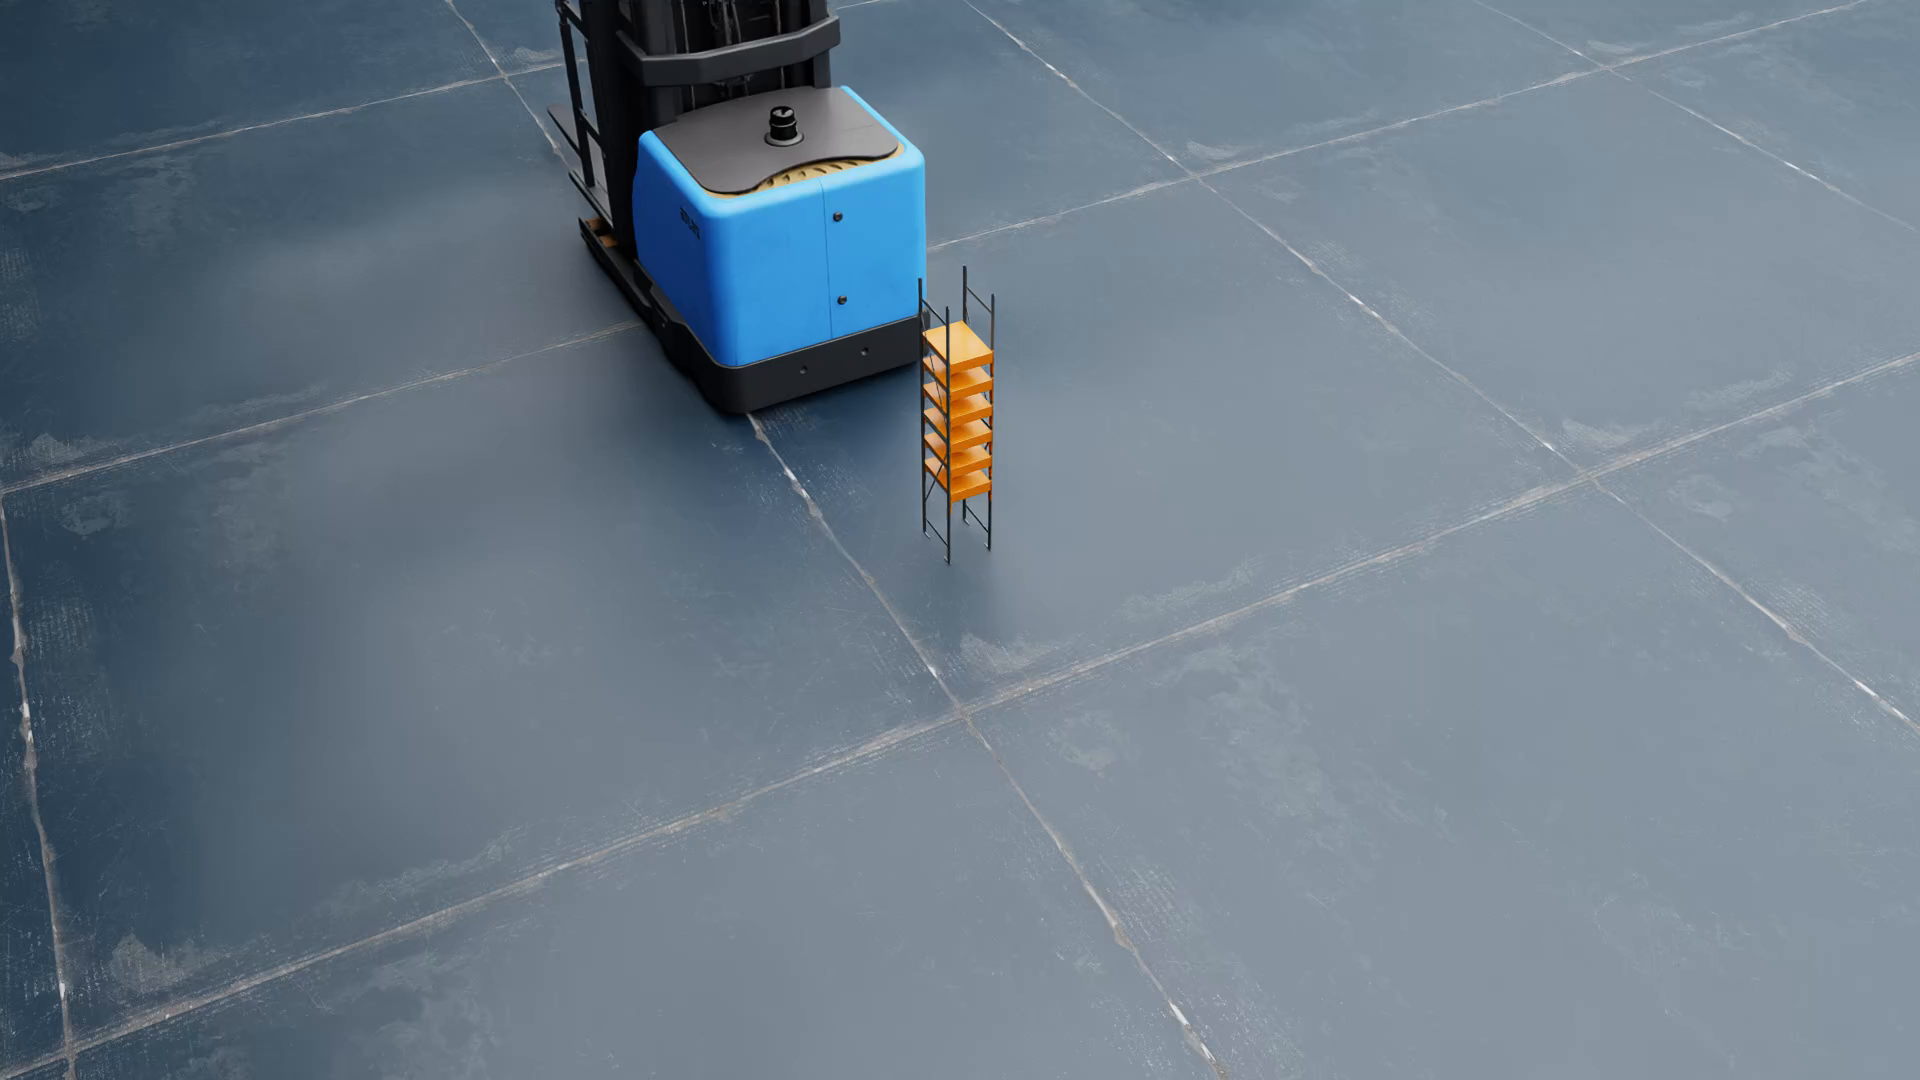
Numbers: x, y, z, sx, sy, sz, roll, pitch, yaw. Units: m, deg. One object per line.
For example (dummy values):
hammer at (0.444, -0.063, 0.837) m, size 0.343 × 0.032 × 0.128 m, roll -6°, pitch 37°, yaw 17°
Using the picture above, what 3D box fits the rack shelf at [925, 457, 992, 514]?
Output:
rack shelf at (-0.013, -0.237, 6.541) m, size 0.180 × 0.103 × 0.258 m, roll -19°, pitch 44°, yaw -21°

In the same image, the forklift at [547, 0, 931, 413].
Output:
forklift at (-1.281, -2.616, 7.571) m, size 1.130 × 2.935 × 3.031 m, roll -19°, pitch 44°, yaw -21°

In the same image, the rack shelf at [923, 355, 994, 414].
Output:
rack shelf at (-0.013, -0.603, 6.231) m, size 0.180 × 0.103 × 0.258 m, roll -19°, pitch 44°, yaw -21°

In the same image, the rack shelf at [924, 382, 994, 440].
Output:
rack shelf at (-0.013, -0.511, 6.308) m, size 0.180 × 0.103 × 0.258 m, roll -19°, pitch 44°, yaw -21°

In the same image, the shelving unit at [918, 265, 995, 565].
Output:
shelving unit at (-0.013, -0.454, 6.357) m, size 0.189 × 1.200 × 0.258 m, roll -19°, pitch 44°, yaw -21°

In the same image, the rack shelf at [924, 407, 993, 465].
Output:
rack shelf at (-0.013, -0.420, 6.386) m, size 0.180 × 0.103 × 0.258 m, roll -19°, pitch 44°, yaw -21°

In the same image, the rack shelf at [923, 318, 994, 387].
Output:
rack shelf at (-0.013, -0.694, 6.153) m, size 0.180 × 0.103 × 0.258 m, roll -19°, pitch 44°, yaw -21°

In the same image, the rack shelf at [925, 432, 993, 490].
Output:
rack shelf at (-0.013, -0.328, 6.463) m, size 0.180 × 0.103 × 0.258 m, roll -19°, pitch 44°, yaw -21°

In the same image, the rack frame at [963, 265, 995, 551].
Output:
rack frame at (0.068, -0.481, 6.390) m, size 0.006 × 1.200 × 0.240 m, roll -19°, pitch 44°, yaw -21°

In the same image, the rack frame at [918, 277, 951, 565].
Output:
rack frame at (-0.094, -0.426, 6.325) m, size 0.006 × 1.200 × 0.240 m, roll -19°, pitch 44°, yaw -21°
